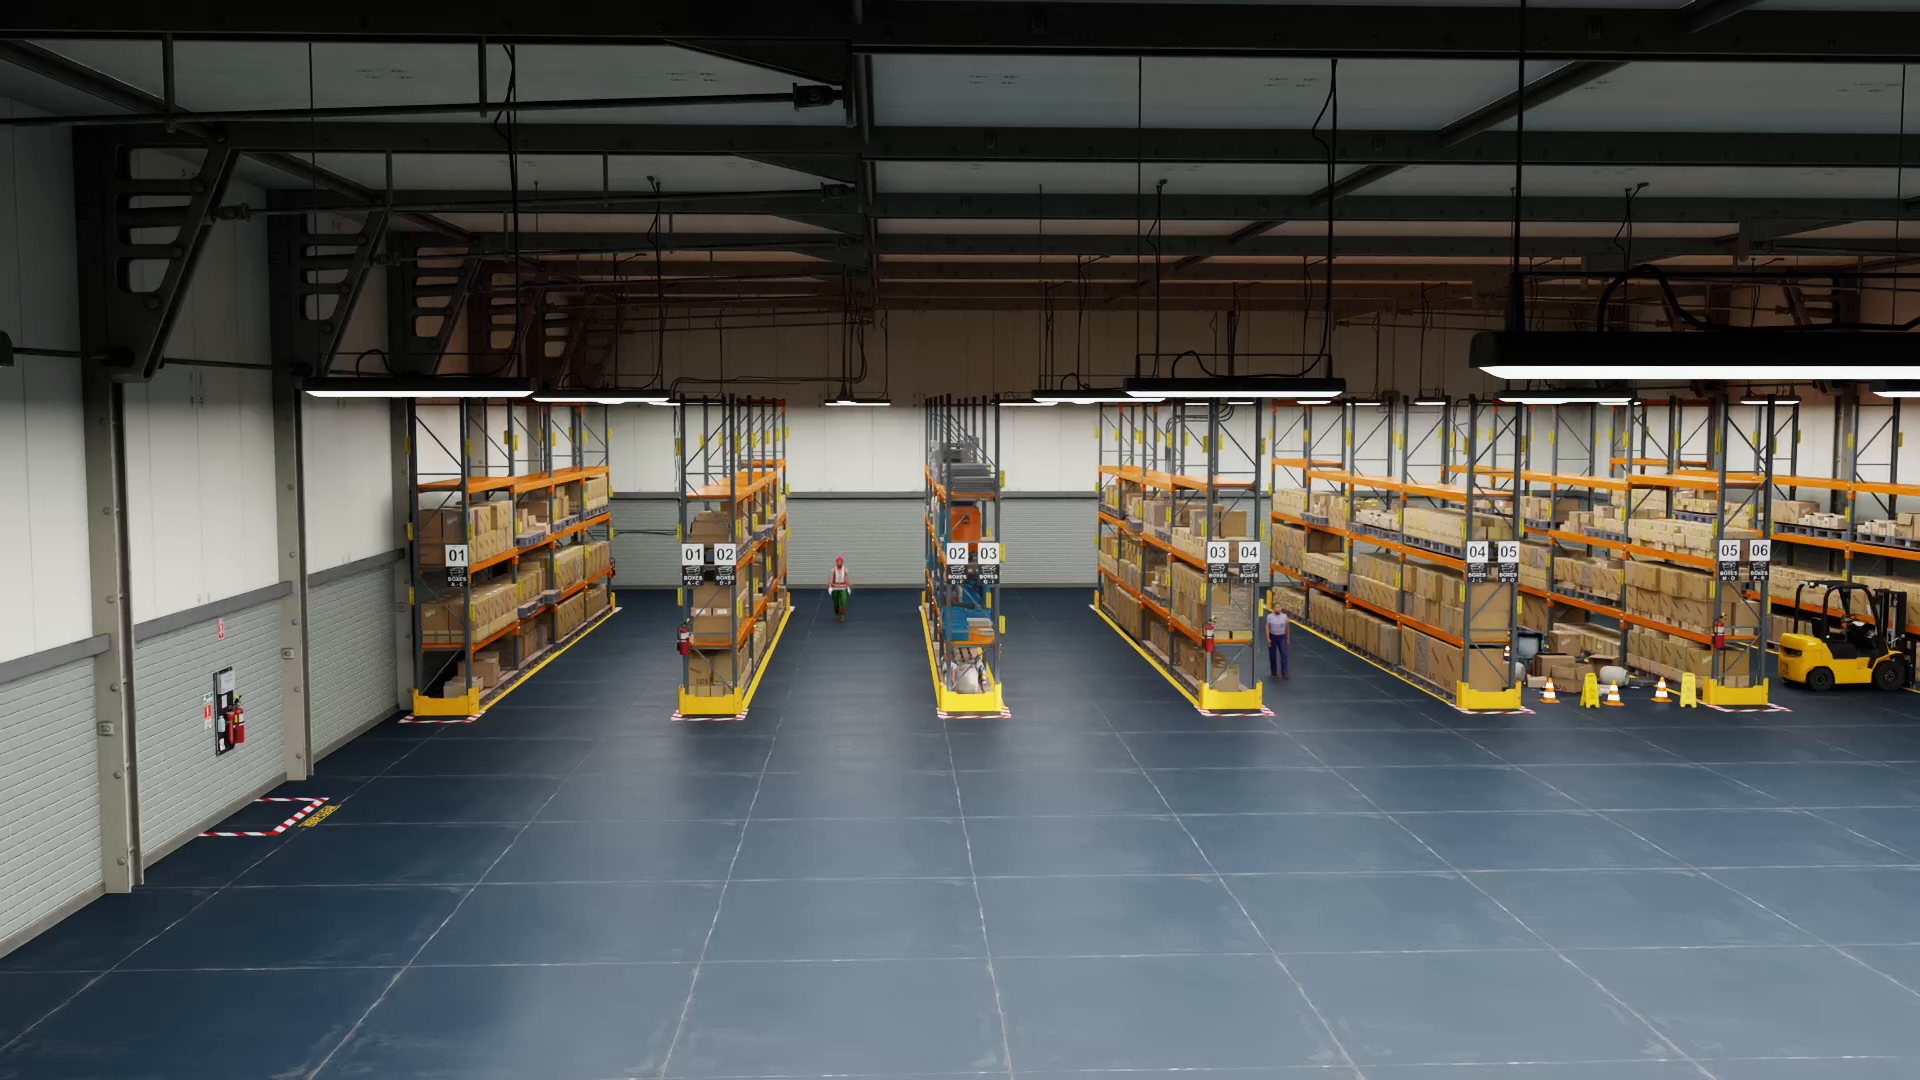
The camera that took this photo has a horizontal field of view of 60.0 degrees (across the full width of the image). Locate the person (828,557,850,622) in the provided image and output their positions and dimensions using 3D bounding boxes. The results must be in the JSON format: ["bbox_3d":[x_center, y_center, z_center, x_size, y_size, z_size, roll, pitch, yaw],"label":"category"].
[{"bbox_3d":[-3.237,1.318,44.648,0.597,1.731,1.098,0,5,-6],"label":"person"}]

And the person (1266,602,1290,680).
[{"bbox_3d":[6.722,2.117,35.184,0.512,1.605,0.923,1,5,11],"label":"person"}]
